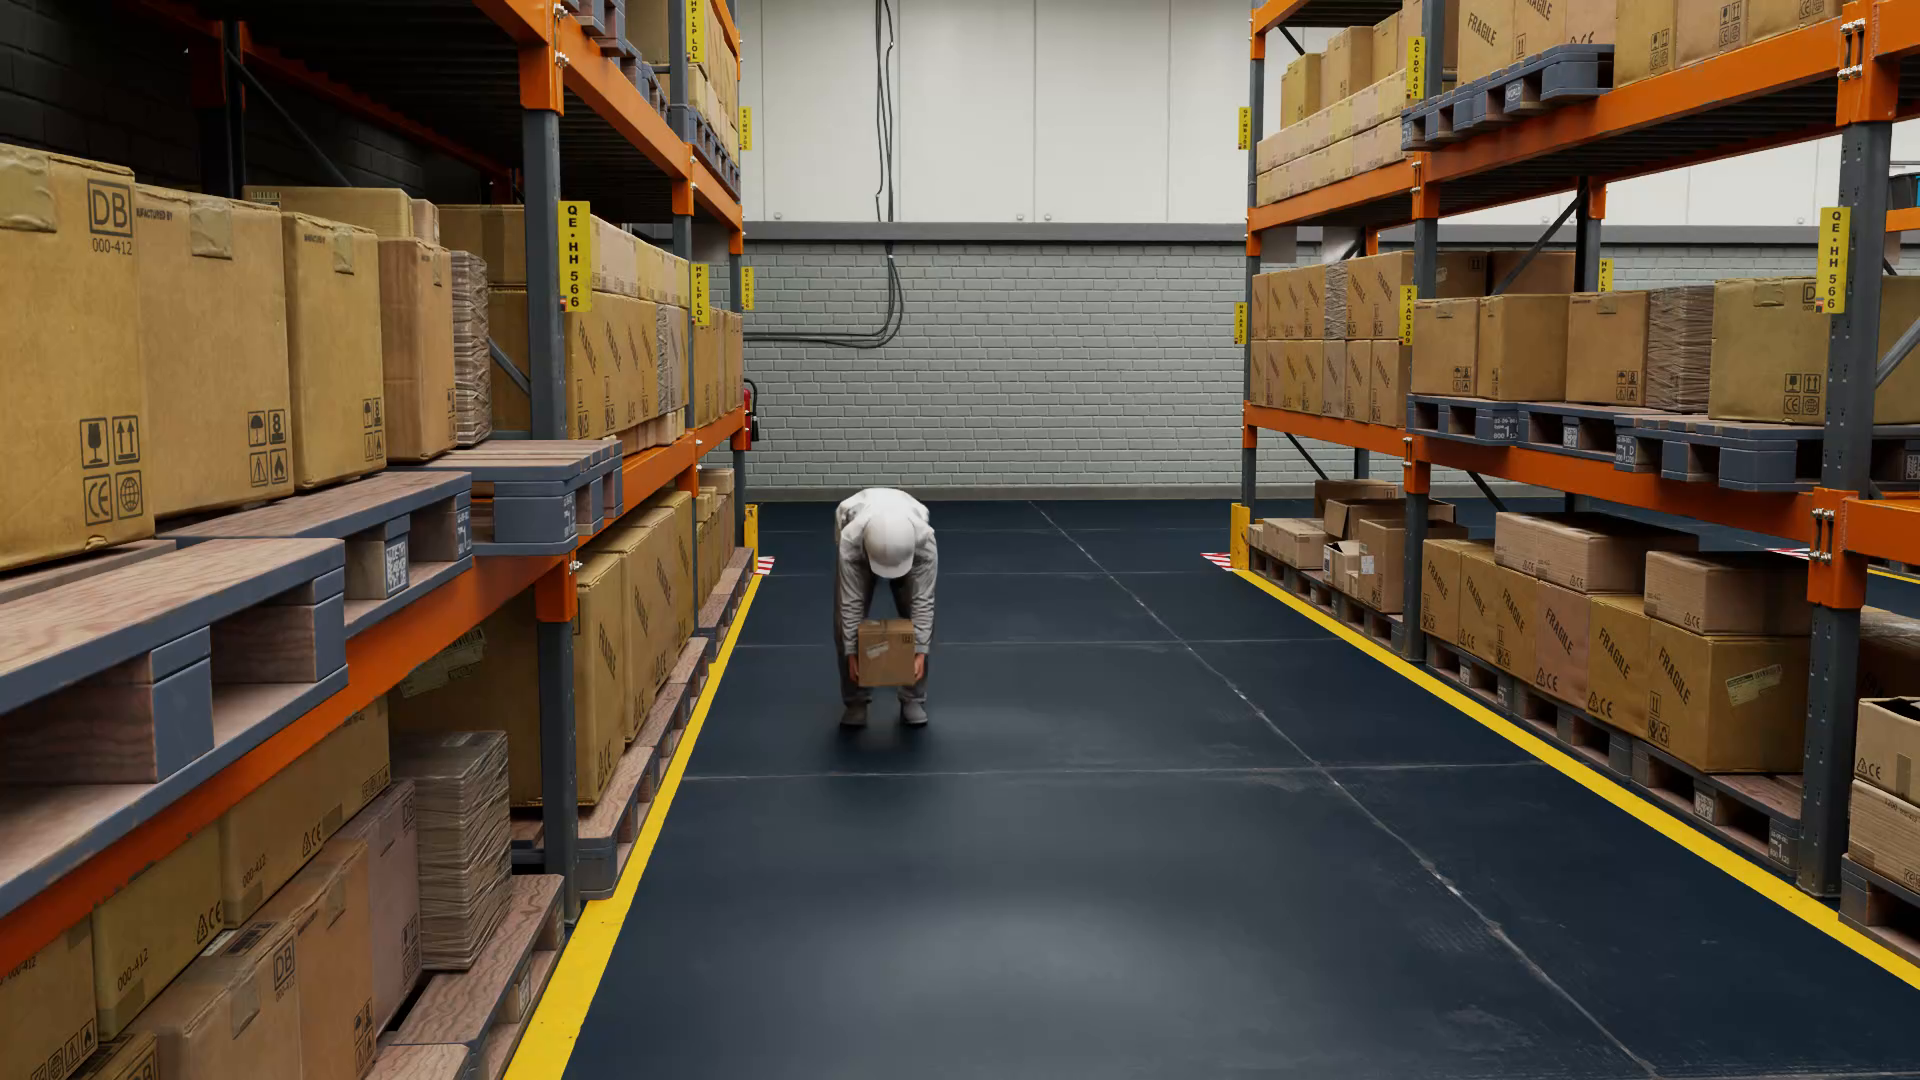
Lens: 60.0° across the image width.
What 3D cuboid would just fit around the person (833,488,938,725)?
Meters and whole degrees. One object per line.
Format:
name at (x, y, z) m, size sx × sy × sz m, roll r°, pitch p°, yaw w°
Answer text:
person at (-0.342, 0.337, 7.602) m, size 0.473 × 1.111 × 1.011 m, roll -1°, pitch 7°, yaw -4°
